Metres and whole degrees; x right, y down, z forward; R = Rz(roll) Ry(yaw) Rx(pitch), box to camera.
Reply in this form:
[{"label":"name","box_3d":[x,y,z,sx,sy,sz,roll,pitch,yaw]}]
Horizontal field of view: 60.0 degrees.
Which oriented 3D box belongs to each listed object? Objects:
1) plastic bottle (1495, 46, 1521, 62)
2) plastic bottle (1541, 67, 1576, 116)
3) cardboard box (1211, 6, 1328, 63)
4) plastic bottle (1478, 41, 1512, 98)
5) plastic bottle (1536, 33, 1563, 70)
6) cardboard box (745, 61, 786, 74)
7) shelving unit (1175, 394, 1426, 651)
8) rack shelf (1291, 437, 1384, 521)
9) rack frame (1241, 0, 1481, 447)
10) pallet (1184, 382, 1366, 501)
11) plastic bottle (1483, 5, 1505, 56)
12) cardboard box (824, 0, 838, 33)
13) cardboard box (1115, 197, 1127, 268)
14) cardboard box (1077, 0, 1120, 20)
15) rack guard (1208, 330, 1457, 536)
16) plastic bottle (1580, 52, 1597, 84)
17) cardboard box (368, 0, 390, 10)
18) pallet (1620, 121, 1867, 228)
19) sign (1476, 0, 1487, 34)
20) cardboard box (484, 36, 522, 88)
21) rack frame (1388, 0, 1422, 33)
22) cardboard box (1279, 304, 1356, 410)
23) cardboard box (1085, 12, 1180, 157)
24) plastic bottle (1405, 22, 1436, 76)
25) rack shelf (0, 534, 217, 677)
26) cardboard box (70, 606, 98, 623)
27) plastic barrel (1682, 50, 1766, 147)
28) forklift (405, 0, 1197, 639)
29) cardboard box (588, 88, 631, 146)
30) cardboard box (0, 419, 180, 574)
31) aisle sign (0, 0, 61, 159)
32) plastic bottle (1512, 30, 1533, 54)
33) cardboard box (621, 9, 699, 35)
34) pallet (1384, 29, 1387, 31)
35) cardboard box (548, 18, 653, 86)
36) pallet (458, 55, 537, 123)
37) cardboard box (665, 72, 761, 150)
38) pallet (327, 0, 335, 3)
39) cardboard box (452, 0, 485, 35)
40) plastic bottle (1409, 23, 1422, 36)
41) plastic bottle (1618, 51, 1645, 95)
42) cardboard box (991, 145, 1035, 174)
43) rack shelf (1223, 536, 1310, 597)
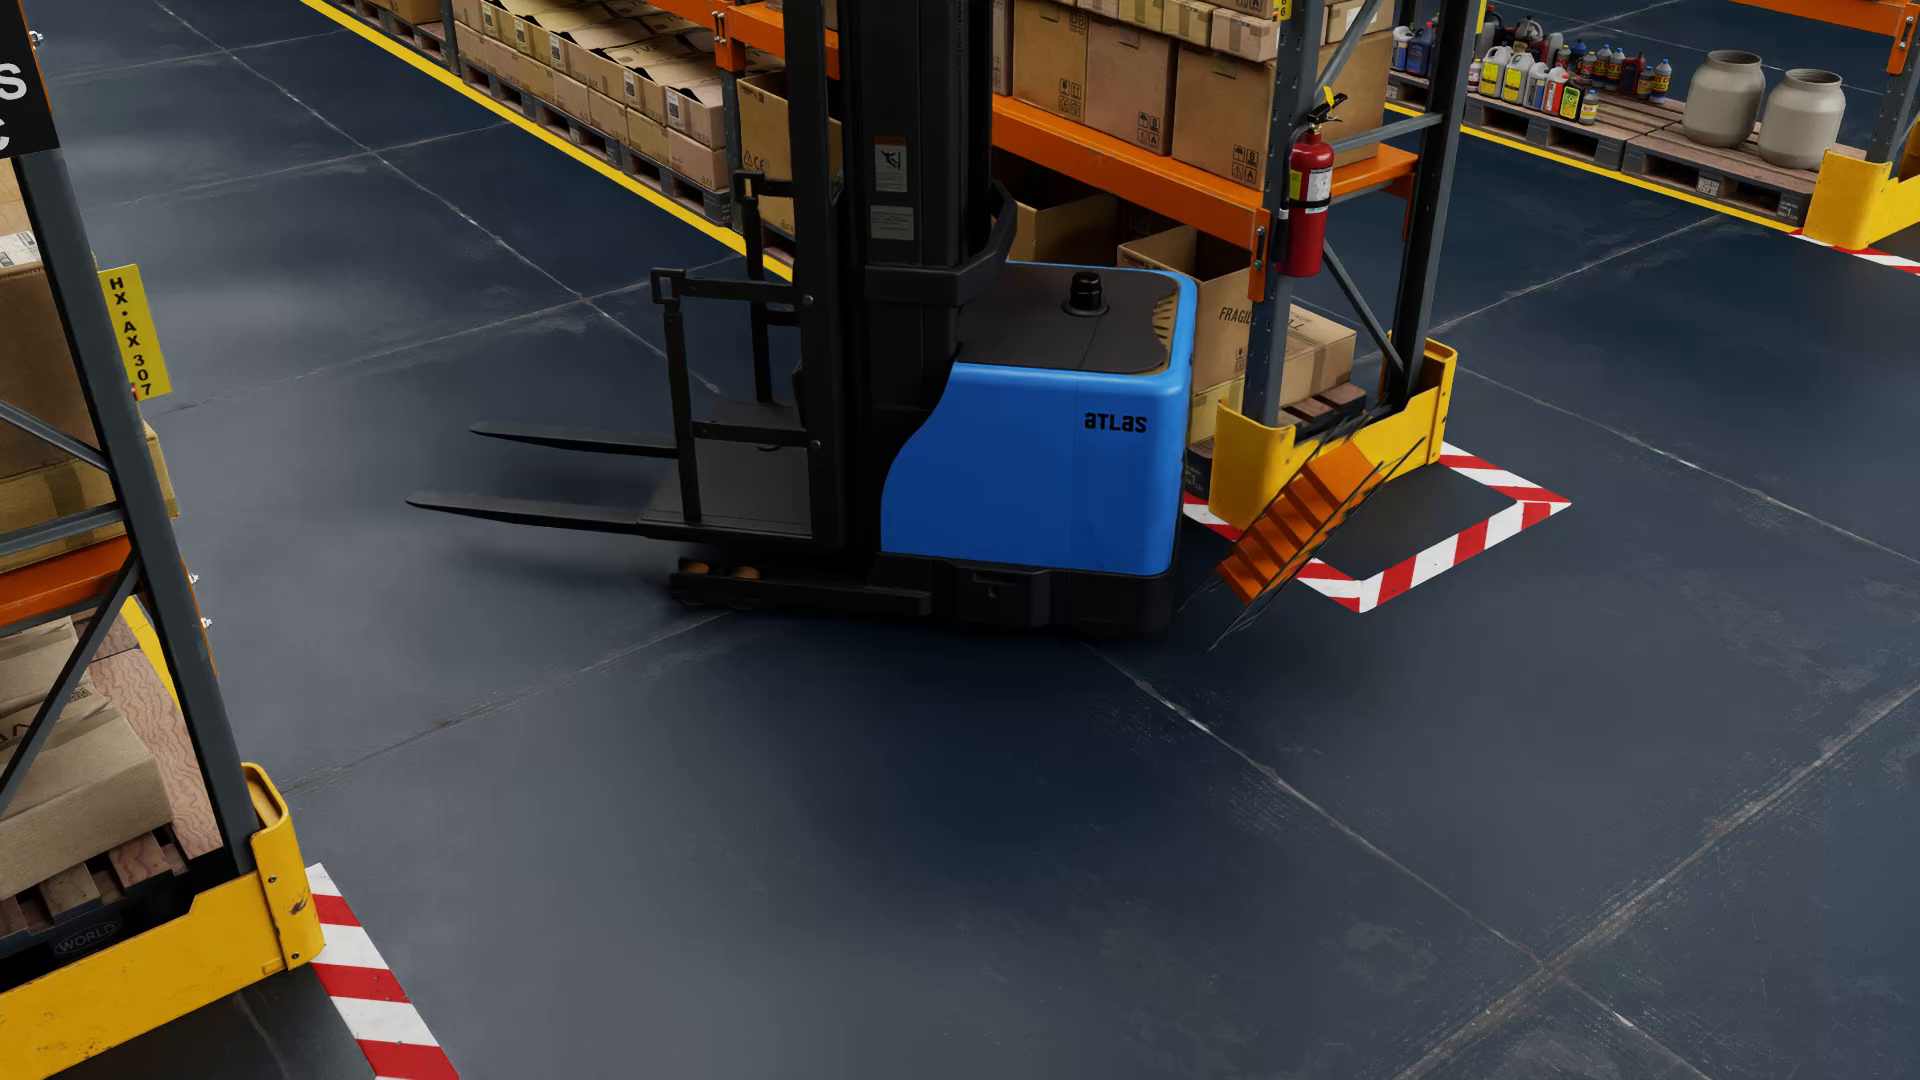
[{"label":"plastic bottle","box_3d":[3.672,-3.166,11.170,0.152,0.276,0.135,-22,38,-31]},{"label":"plastic bottle","box_3d":[3.874,-2.905,10.748,0.152,0.276,0.135,-22,38,-31]},{"label":"cardboard box","box_3d":[1.180,-1.952,6.340,0.380,0.149,0.250,-23,39,-32]},{"label":"plastic bottle","box_3d":[3.570,-3.140,11.056,0.144,0.351,0.185,-23,38,-32]},{"label":"plastic bottle","box_3d":[4.061,-3.376,11.507,0.152,0.276,0.135,-22,38,-31]},{"label":"cardboard box","box_3d":[-0.945,-2.705,9.939,0.500,0.311,0.500,-22,38,-31]},{"label":"shelving unit","box_3d":[1.141,-0.031,5.724,0.258,1.200,0.189,-26,70,-35]},{"label":"rack shelf","box_3d":[1.249,-0.202,5.482,0.258,0.103,0.180,-26,70,-35]},{"label":"rack frame","box_3d":[1.564,-1.536,6.381,1.000,3.000,0.127,-22,38,-31]},{"label":"pallet","box_3d":[1.062,-0.657,7.608,1.003,0.211,1.213,-22,38,-31]},{"label":"plastic bottle","box_3d":[3.767,-3.611,11.815,0.144,0.351,0.185,-24,39,-34]},{"label":"cardboard box","box_3d":[-0.283,-2.845,8.393,0.700,0.500,0.500,-23,38,-32]},{"label":"cardboard box","box_3d":[0.786,-1.573,7.937,0.500,0.500,0.500,-22,38,-31]},{"label":"cardboard box","box_3d":[0.708,-2.273,6.857,0.380,0.149,0.250,-22,38,-31]},{"label":"rack guard","box_3d":[1.579,-0.465,7.024,1.175,0.500,0.348,-22,38,-31]},{"label":"plastic bottle","box_3d":[4.281,-3.218,11.323,0.097,0.201,0.097,0,32,0]},{"label":"cardboard box","box_3d":[-4.417,-4.525,13.145,0.500,0.500,0.500,-24,39,-33]},{"label":"pallet","box_3d":[4.902,-2.310,10.269,1.003,0.211,1.213,-22,38,-31]},{"label":"sign","box_3d":[2.006,-2.115,6.417,0.100,0.325,0.005,-22,38,-31]},{"label":"cardboard box","box_3d":[-2.943,-3.358,11.522,0.500,0.250,0.500,-23,39,-33]},{"label":"rack frame","box_3d":[3.027,-4.805,11.643,1.000,3.000,0.127,-22,38,-31]},{"label":"cardboard box","box_3d":[1.411,-0.842,7.471,0.500,0.250,0.500,-22,38,-31]},{"label":"cardboard box","box_3d":[0.962,-1.995,7.024,0.700,0.500,0.500,-21,38,-30]},{"label":"plastic bottle","box_3d":[3.194,-3.395,11.468,0.144,0.351,0.185,-21,38,-30]},{"label":"rack shelf","box_3d":[-3.573,-0.460,5.330,1.077,0.370,4.000,-22,38,-31]},{"label":"cardboard box","box_3d":[-3.460,0.066,5.753,0.700,0.500,0.500,-25,40,-34]},{"label":"plastic barrel","box_3d":[4.708,-2.717,10.242,0.421,0.512,0.421,0,32,0]},{"label":"forklift","box_3d":[-0.647,-1.245,5.976,3.031,2.935,1.130,5,32,8]},{"label":"cardboard box","box_3d":[-1.995,-2.717,10.490,0.500,0.250,0.500,-21,38,-30]},{"label":"cardboard box","box_3d":[-2.395,-0.183,4.325,0.500,0.250,0.500,-24,39,-33]},{"label":"aisle sign","box_3d":[-2.065,-1.104,3.220,0.394,0.787,0.004,-22,38,-31]},{"label":"plastic bottle","box_3d":[3.900,-3.404,11.545,0.061,0.283,0.133,-22,38,-31]},{"label":"cardboard box","box_3d":[-1.889,-3.345,10.970,0.500,0.311,0.500,-21,38,-30]},{"label":"pallet","box_3d":[2.514,-3.935,12.885,1.003,0.211,1.213,-22,38,-31]},{"label":"cardboard box","box_3d":[-2.297,-3.162,10.675,0.500,0.311,0.500,-23,38,-32]},{"label":"pallet","box_3d":[-2.867,-3.330,11.912,1.003,0.211,1.213,-22,38,-31]},{"label":"cardboard box","box_3d":[-1.363,-2.528,9.654,0.500,0.311,0.500,-22,38,-31]},{"label":"pallet","box_3d":[-5.266,-5.026,14.643,1.003,0.211,1.213,-22,38,-31]},{"label":"cardboard box","box_3d":[-3.252,-3.806,11.711,0.500,0.311,0.500,-21,37,-30]},{"label":"plastic bottle","box_3d":[3.179,-3.472,11.654,0.061,0.283,0.133,-22,38,-31]},{"label":"plastic bottle","box_3d":[4.489,-3.127,11.099,0.061,0.283,0.133,-22,38,-31]},{"label":"cardboard box","box_3d":[0.070,-1.613,8.002,0.500,0.500,0.500,-22,38,-31]},{"label":"rack shelf","box_3d":[1.085,0.058,5.850,0.258,0.103,0.180,-26,70,-35]}]
